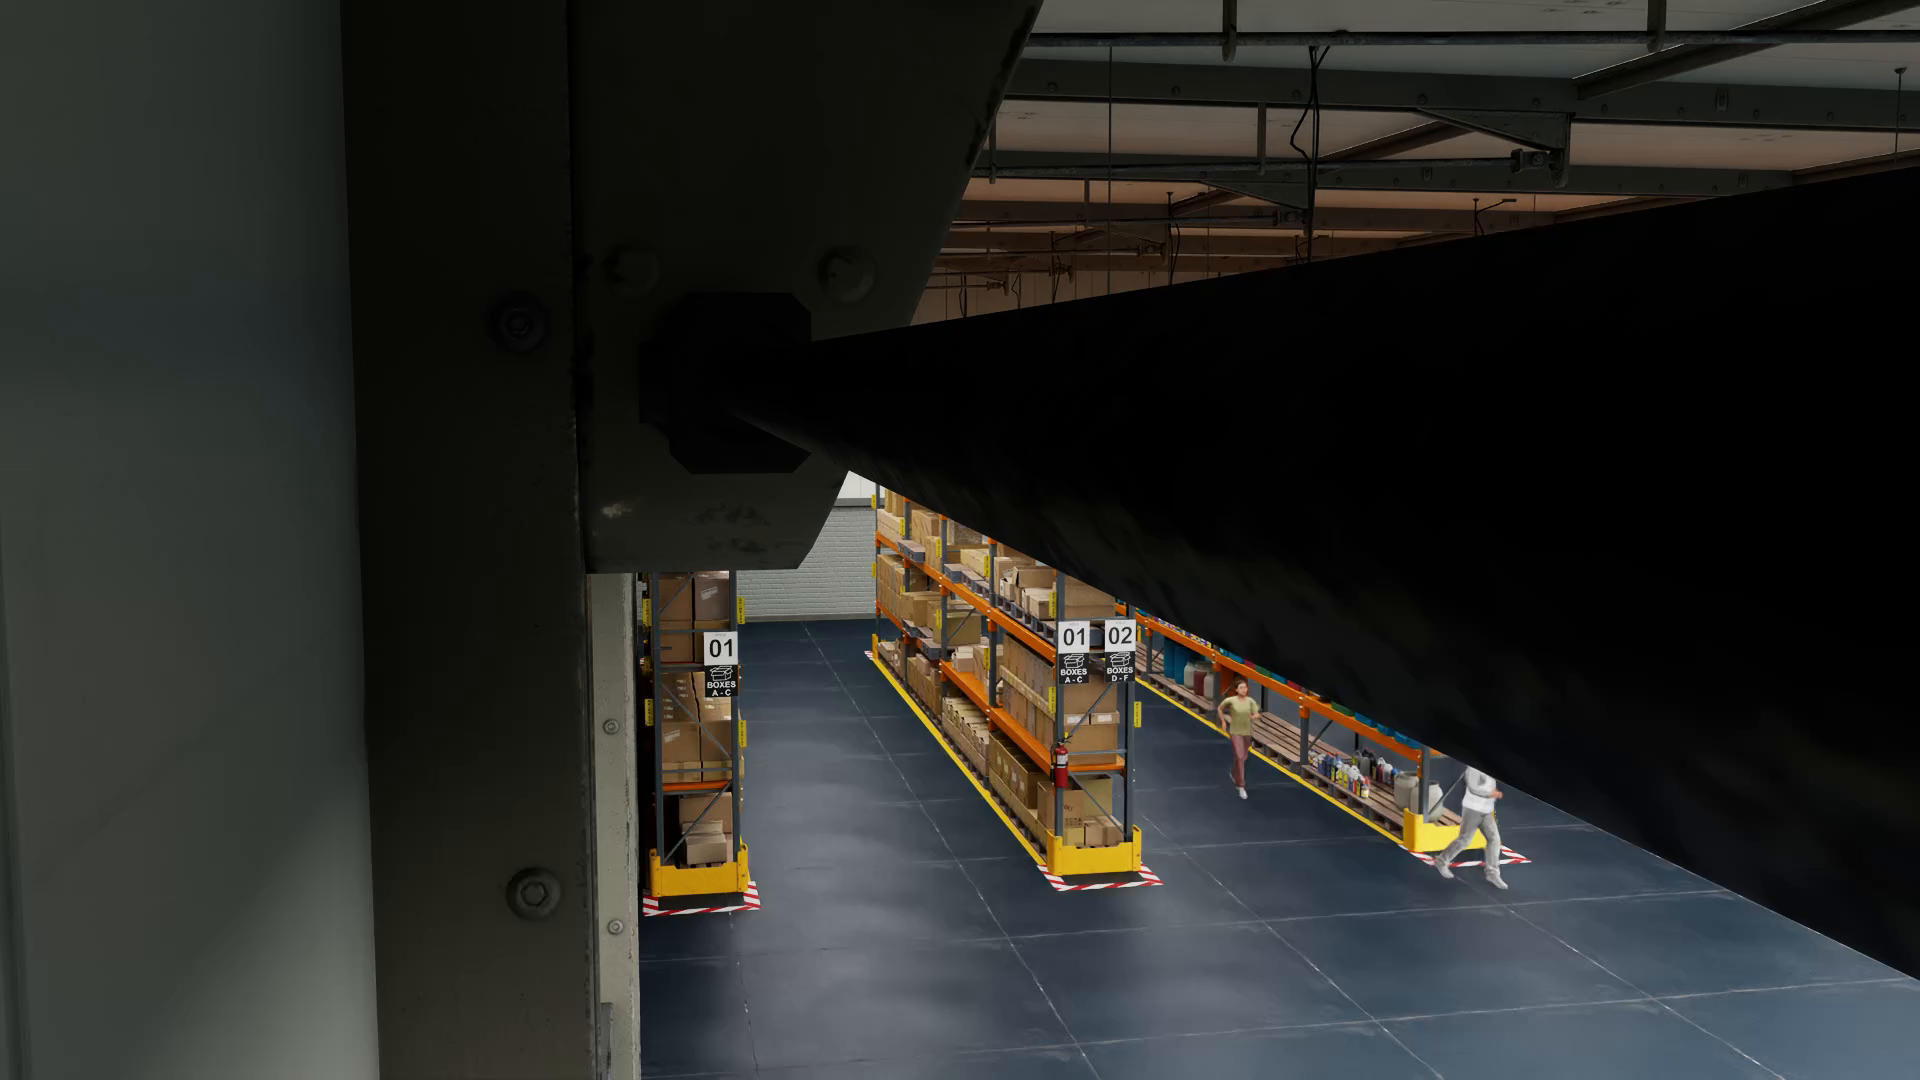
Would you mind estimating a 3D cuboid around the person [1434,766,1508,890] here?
[{"bbox_3d":[6.381,3.344,20.543,0.906,1.791,0.685,4,7,34],"label":"person"}]

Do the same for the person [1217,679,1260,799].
[{"bbox_3d":[4.194,2.932,24.894,0.554,1.710,0.840,-2,6,-15],"label":"person"}]
